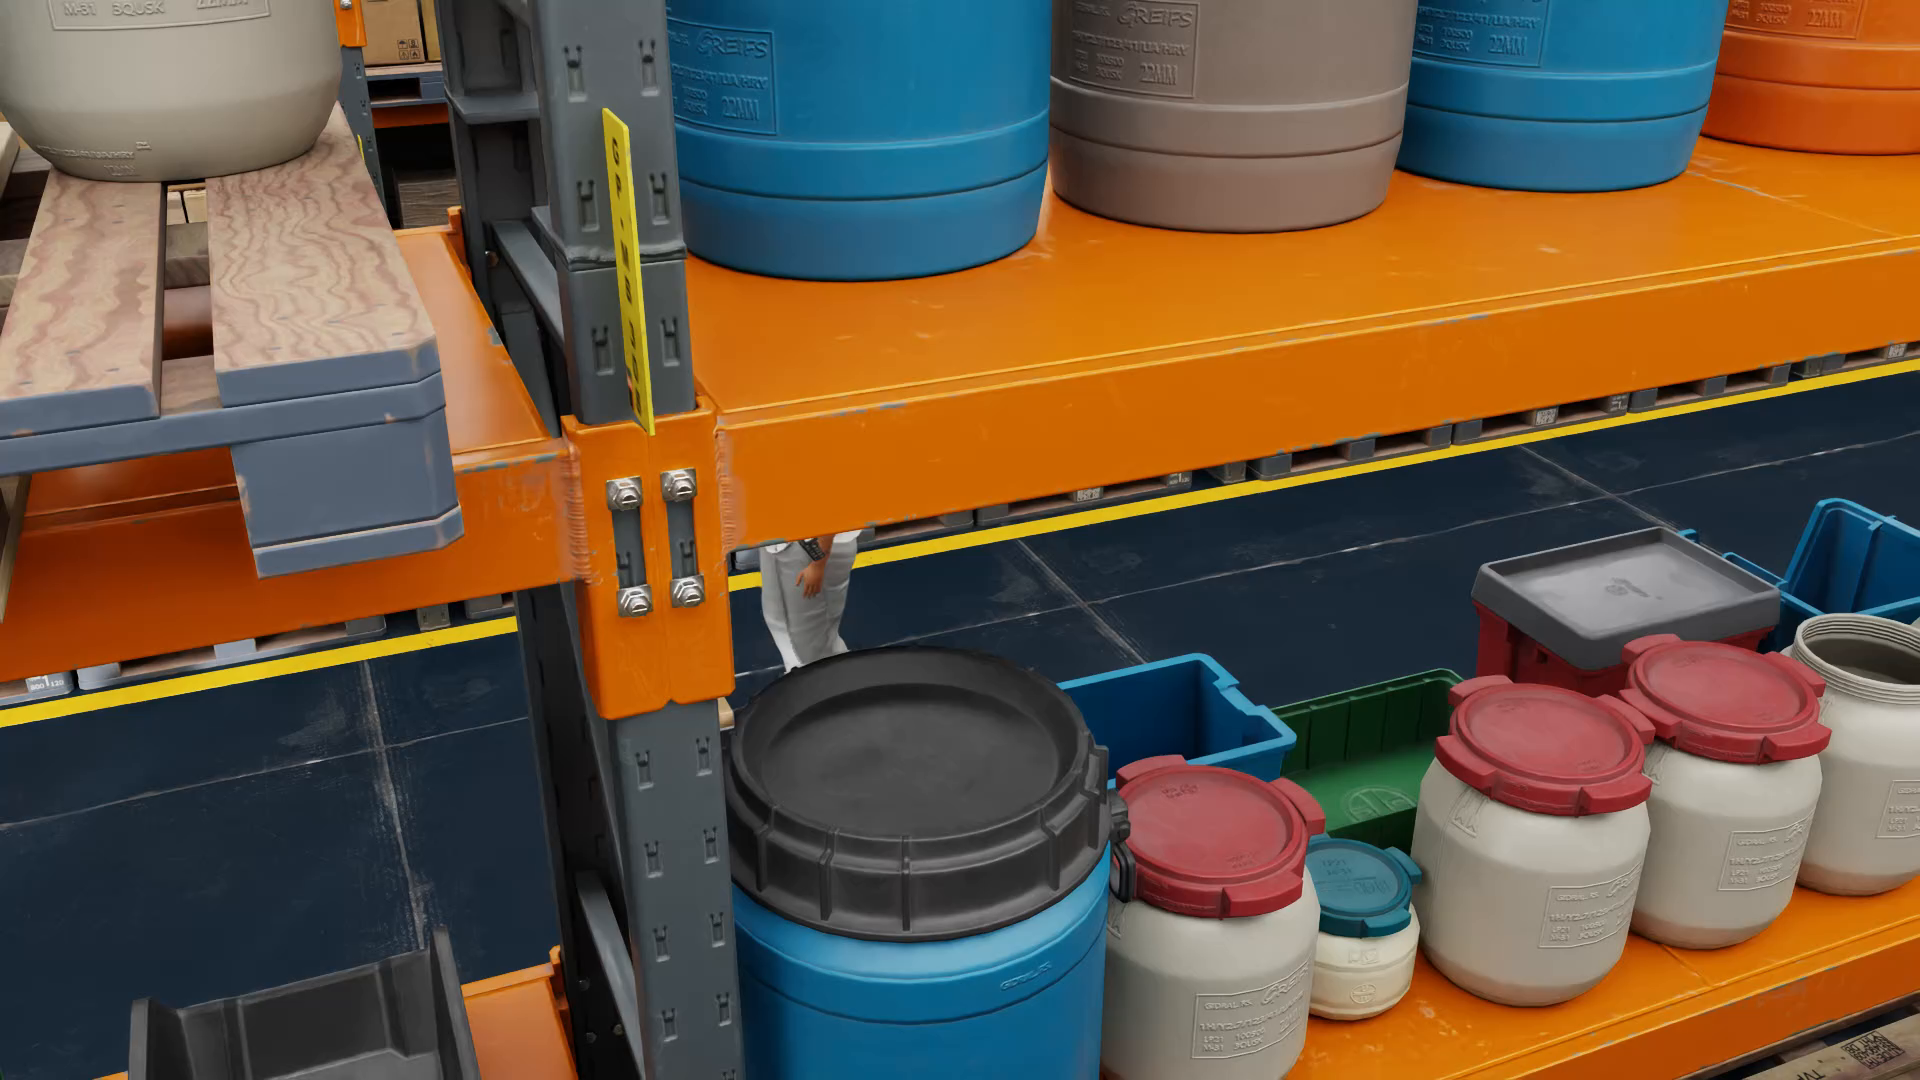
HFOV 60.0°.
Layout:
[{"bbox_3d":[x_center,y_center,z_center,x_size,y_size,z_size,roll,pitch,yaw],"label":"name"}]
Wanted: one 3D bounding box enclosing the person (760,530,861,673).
[{"bbox_3d":[-0.573,0.012,6.101,0.391,1.662,0.466,-10,28,-19],"label":"person"}]
